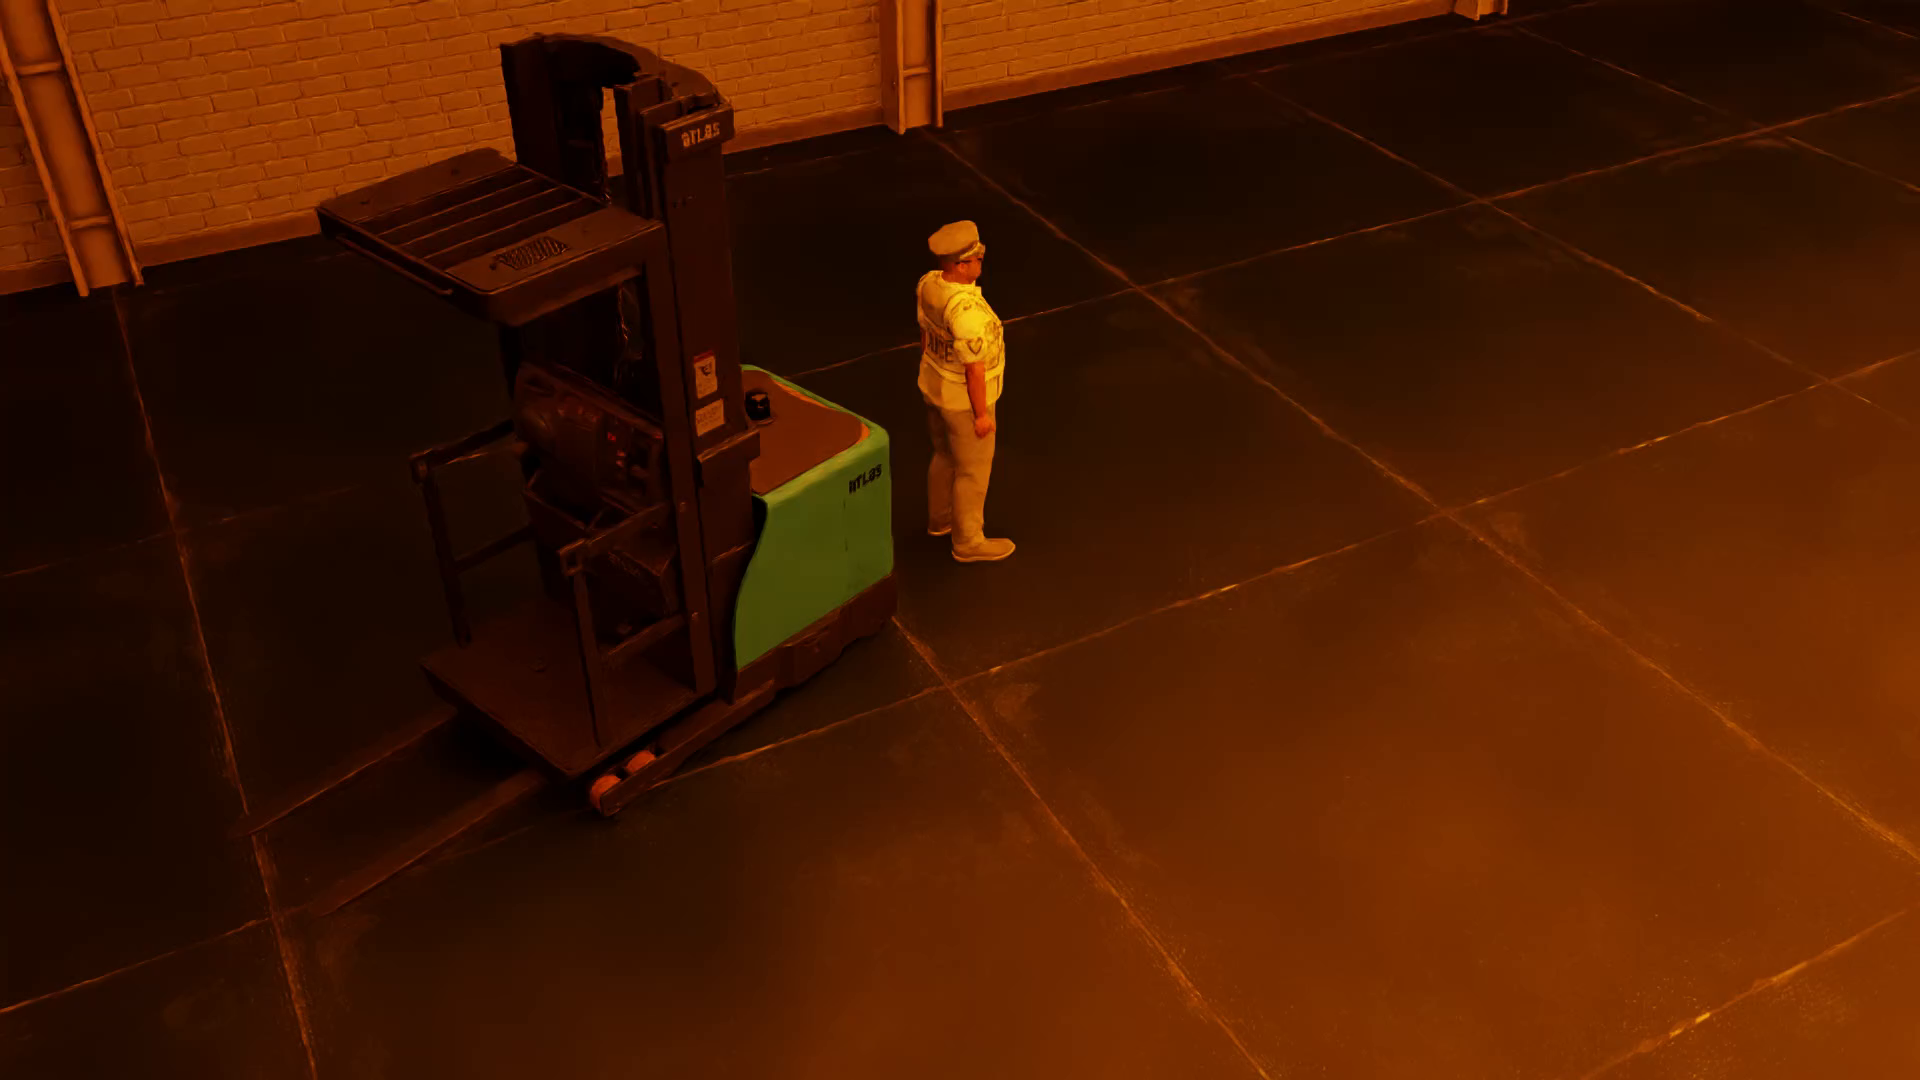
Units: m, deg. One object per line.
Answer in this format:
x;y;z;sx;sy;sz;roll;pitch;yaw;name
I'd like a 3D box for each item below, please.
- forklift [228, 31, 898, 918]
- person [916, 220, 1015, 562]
-1.661;-0.372;6.649;1.130;2.935;3.031;27;44;33;forklift
0.014;-0.727;8.158;0.396;1.773;0.523;-17;39;-23;person
